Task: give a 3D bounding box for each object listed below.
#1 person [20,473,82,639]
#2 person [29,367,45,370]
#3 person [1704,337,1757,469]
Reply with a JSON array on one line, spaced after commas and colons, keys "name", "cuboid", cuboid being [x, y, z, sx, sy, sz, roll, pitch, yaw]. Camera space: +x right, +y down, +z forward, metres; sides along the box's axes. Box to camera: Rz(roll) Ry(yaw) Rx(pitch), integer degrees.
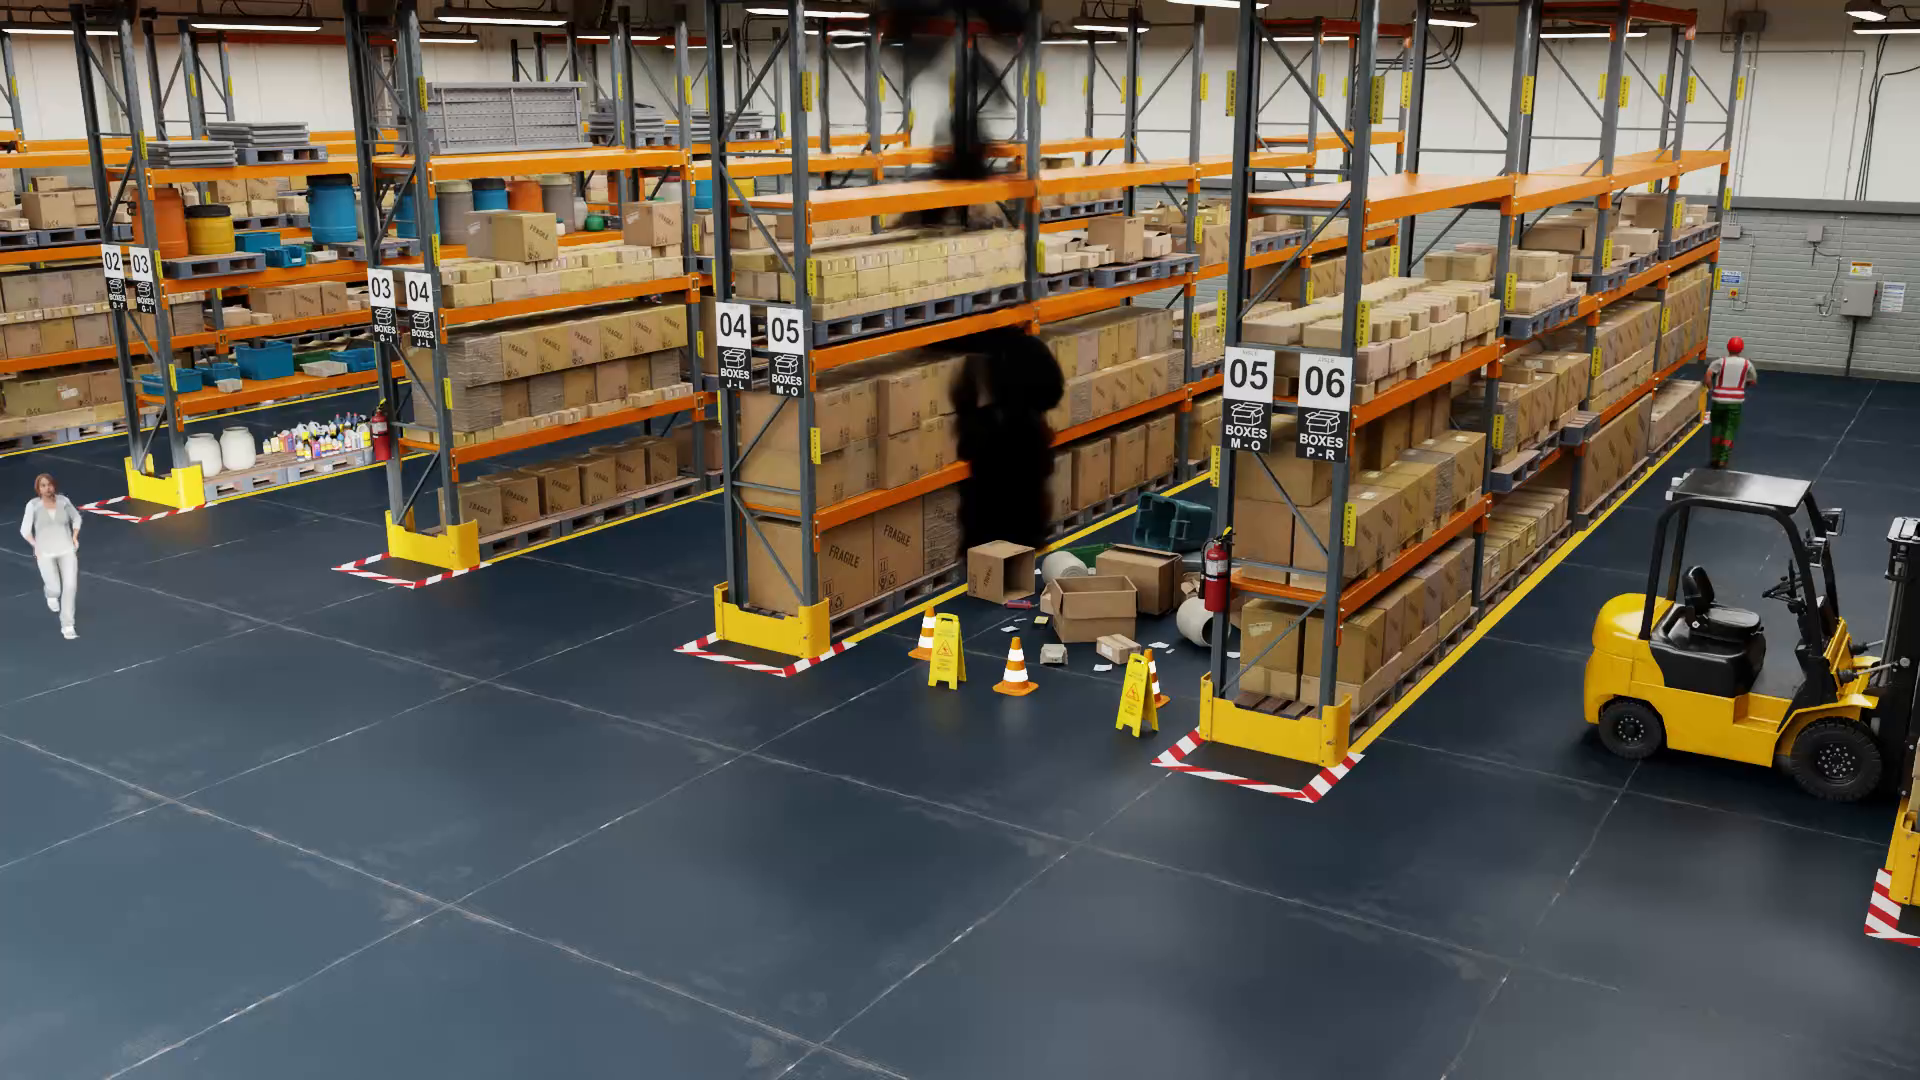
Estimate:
[{"name": "person", "cuboid": [-8.638, 0.123, 15.891, 0.537, 1.573, 0.690, -11, 19, -35]}, {"name": "person", "cuboid": [-14.476, -2.750, 26.126, 0.573, 1.592, 0.566, 6, 17, 20]}, {"name": "person", "cuboid": [10.336, -1.818, 22.386, 0.638, 1.840, 0.775, 8, 17, 27]}]
